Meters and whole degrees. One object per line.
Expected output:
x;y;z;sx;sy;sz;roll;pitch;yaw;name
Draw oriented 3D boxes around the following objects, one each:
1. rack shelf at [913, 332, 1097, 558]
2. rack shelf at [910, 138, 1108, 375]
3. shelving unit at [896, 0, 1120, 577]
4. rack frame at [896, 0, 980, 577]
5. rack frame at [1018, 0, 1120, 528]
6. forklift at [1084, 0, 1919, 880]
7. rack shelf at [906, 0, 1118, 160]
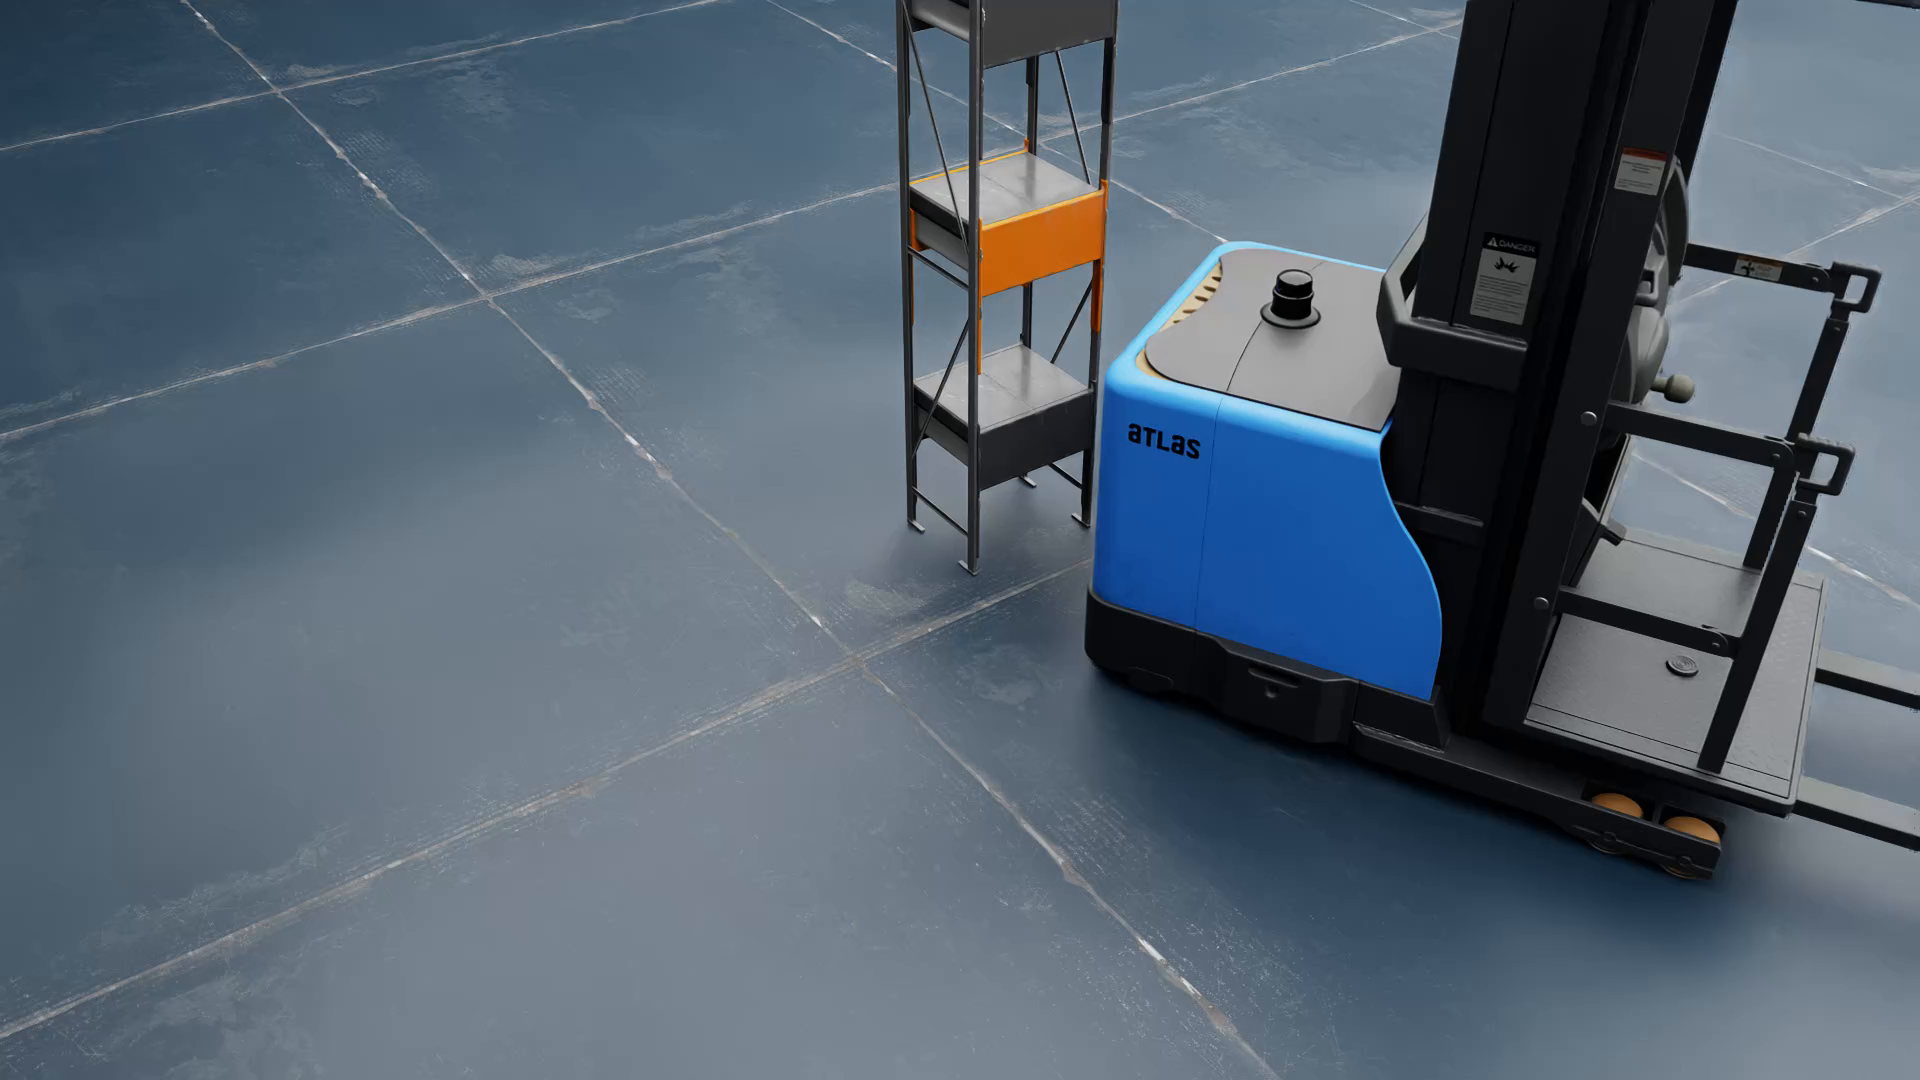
0.135;-0.329;5.631;0.480;0.518;0.431;-22;41;-28;rack shelf
0.135;-0.897;5.222;0.480;0.518;0.431;-22;41;-28;rack shelf
0.135;-0.908;5.214;0.503;2.100;0.431;-22;41;-28;shelving unit
-0.064;-0.826;5.100;0.015;2.100;0.400;-22;41;-28;rack frame
0.335;-0.990;5.328;0.015;2.100;0.400;-22;41;-28;rack frame
1.935;-0.635;4.122;3.031;2.935;1.130;17;39;22;forklift
0.135;-1.465;4.814;0.480;0.518;0.431;-22;41;-28;rack shelf
